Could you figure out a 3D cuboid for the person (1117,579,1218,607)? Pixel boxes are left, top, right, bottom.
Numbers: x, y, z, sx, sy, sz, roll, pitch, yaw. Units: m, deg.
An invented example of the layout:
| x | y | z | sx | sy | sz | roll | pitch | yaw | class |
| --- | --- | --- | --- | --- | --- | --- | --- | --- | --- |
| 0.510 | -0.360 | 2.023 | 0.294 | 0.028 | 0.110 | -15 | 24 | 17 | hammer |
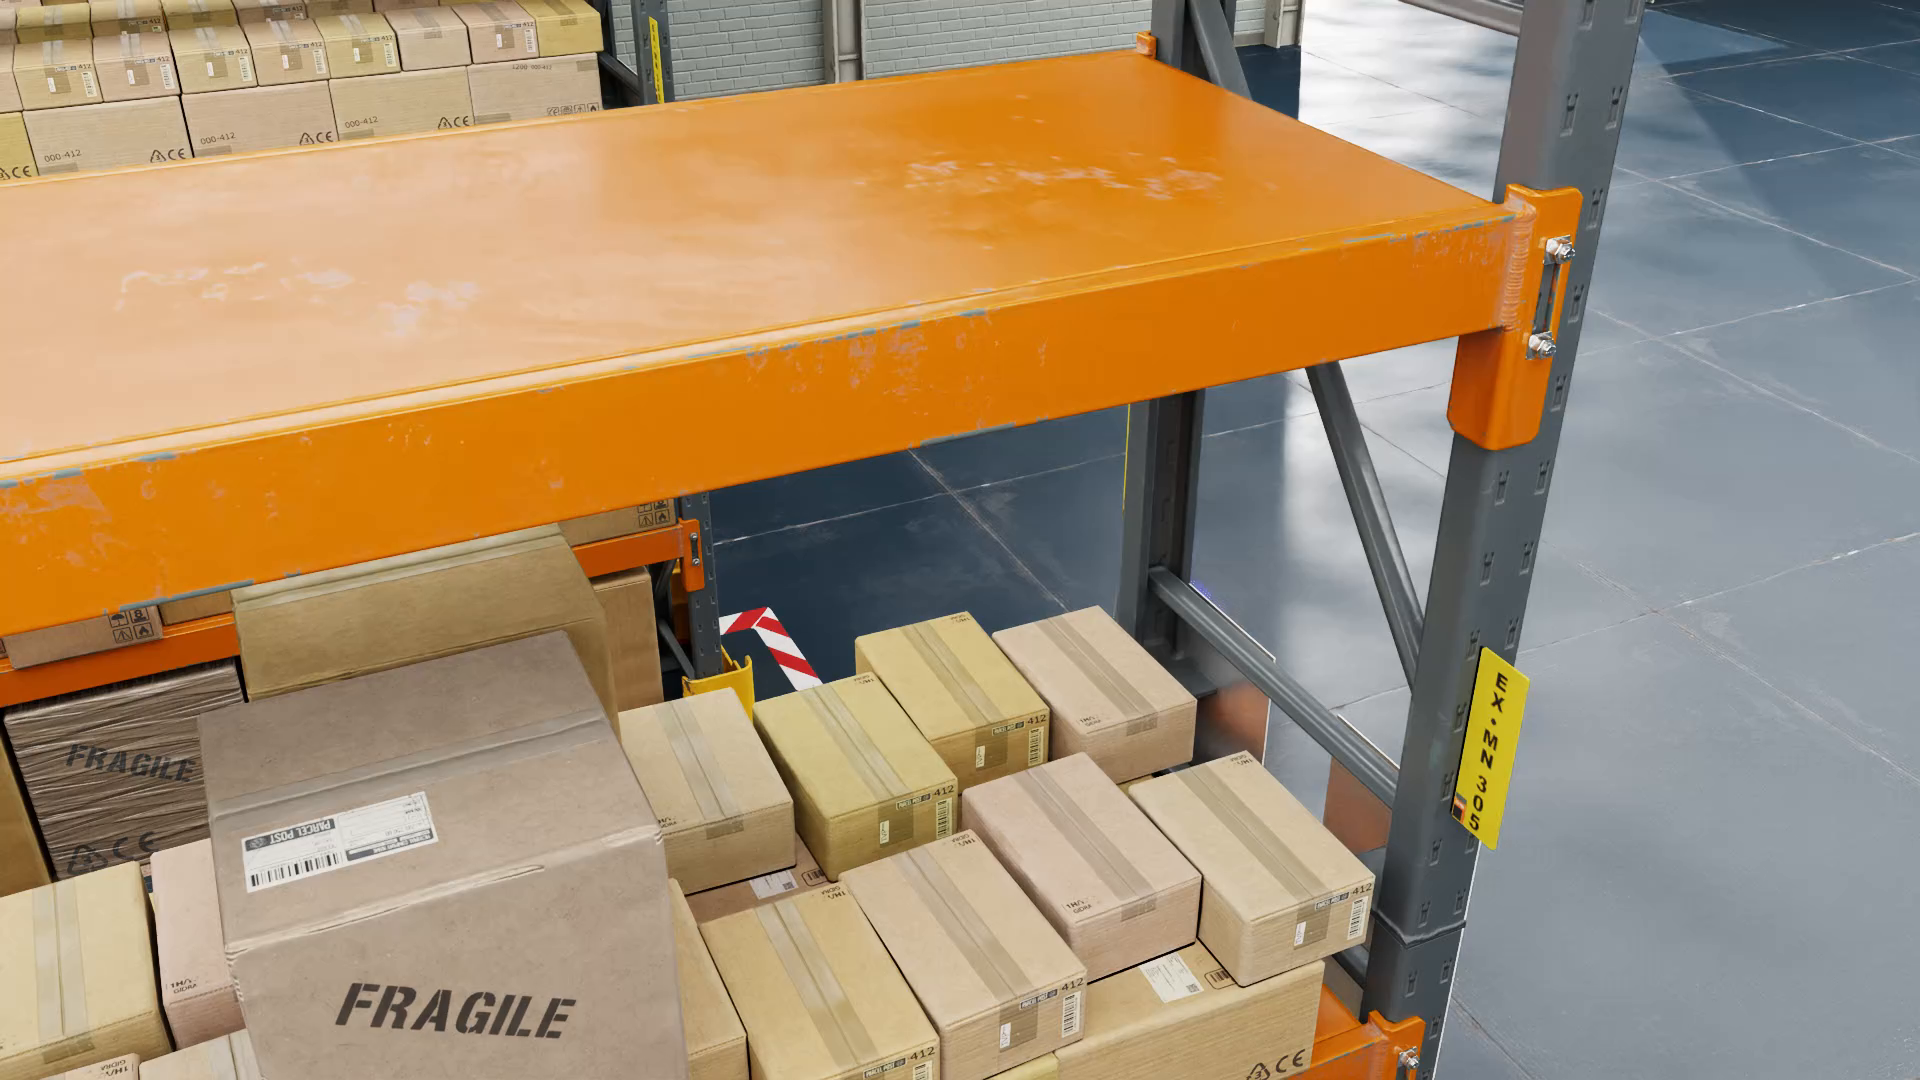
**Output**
| x | y | z | sx | sy | sz | roll | pitch | yaw | class |
| --- | --- | --- | --- | --- | --- | --- | --- | --- | --- |
| 1.106 | 0.624 | 8.144 | 0.443 | 0.876 | 0.882 | -15 | 33 | -24 | person |
